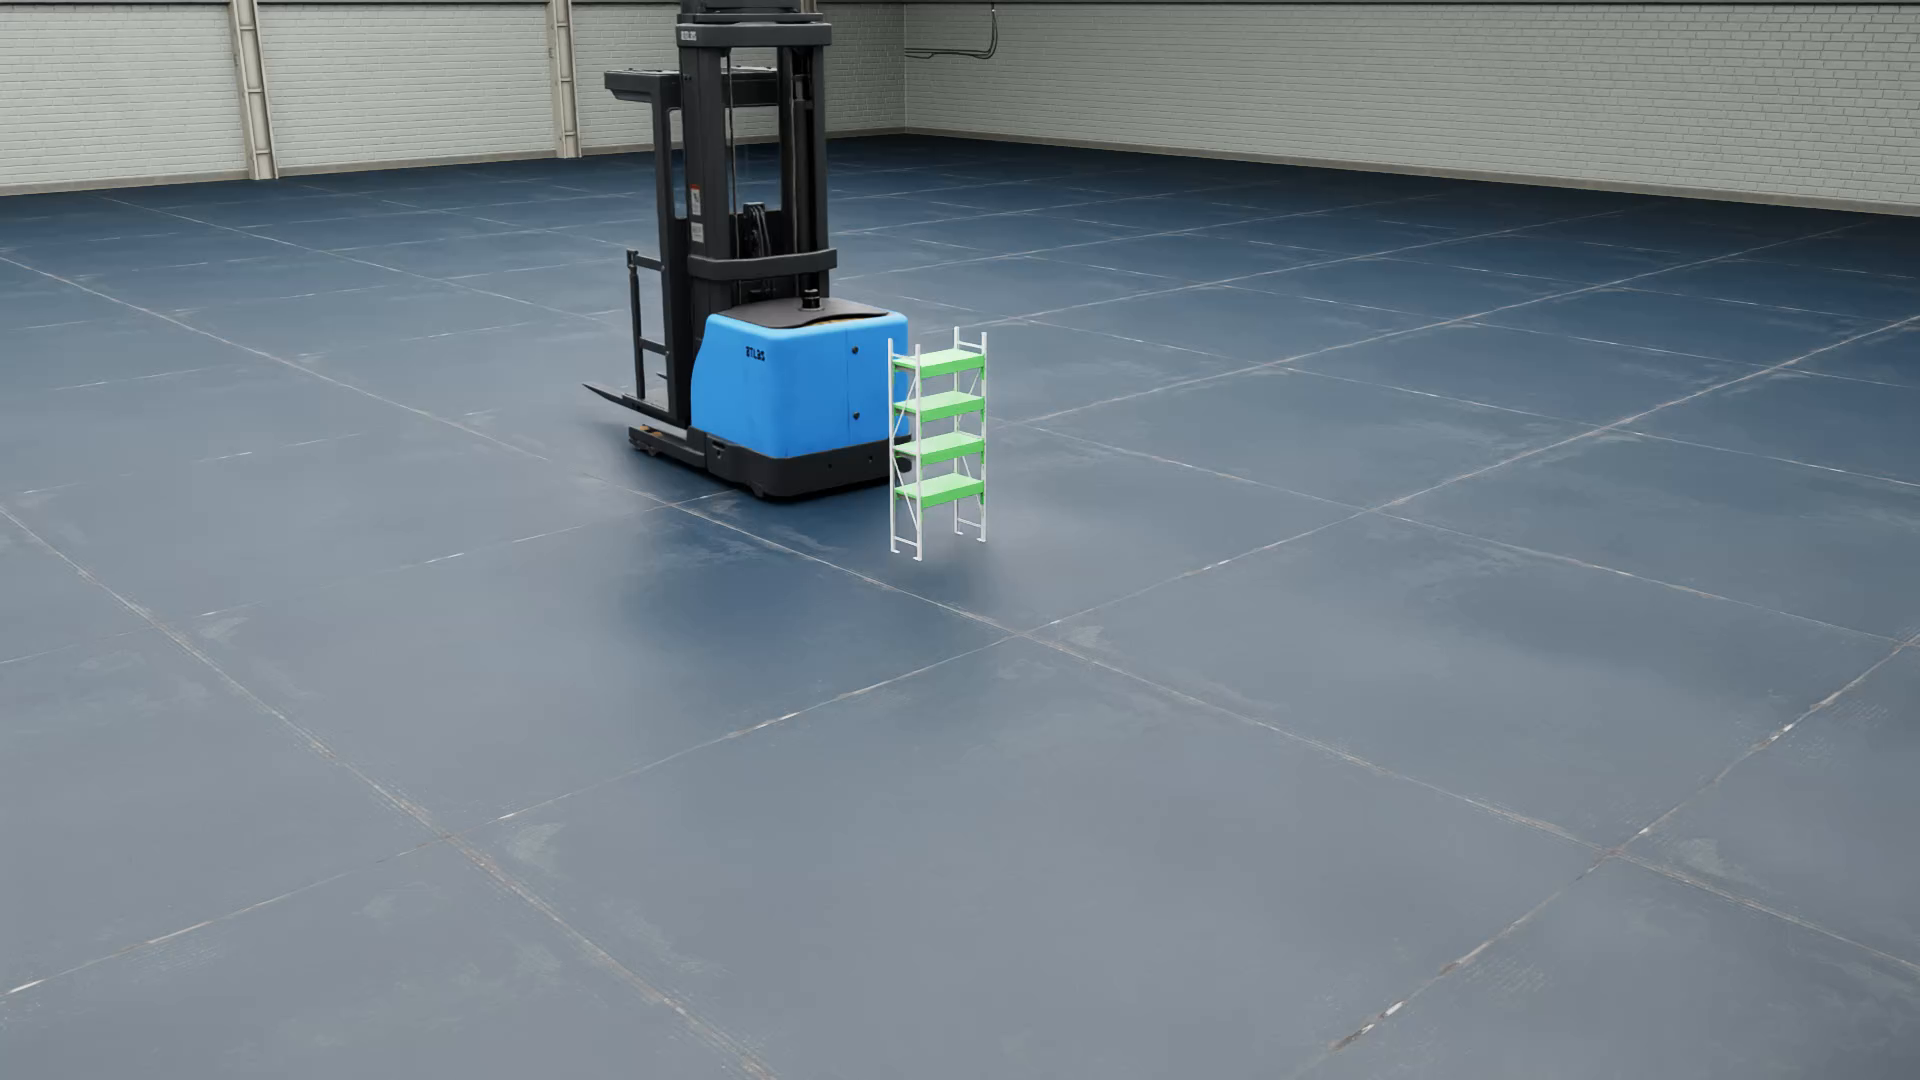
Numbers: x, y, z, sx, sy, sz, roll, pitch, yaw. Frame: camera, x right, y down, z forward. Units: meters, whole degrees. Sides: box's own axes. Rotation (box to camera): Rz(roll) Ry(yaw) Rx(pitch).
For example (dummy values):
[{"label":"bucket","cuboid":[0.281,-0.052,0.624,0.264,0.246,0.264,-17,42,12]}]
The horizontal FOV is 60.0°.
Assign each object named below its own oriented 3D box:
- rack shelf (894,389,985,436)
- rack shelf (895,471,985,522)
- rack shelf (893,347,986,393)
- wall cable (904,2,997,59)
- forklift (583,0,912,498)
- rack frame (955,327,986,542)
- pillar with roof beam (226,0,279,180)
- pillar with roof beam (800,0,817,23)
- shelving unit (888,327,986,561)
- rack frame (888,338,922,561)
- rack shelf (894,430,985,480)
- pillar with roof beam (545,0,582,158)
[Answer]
[{"label":"rack shelf","cuboid":[-0.120,-0.703,9.137,0.480,0.148,0.258,-16,24,-41]},{"label":"rack shelf","cuboid":[-0.120,-0.247,9.285,0.480,0.148,0.258,-16,24,-41]},{"label":"rack shelf","cuboid":[-0.120,-0.931,9.063,0.480,0.148,0.258,-16,24,-41]},{"label":"wall cable","cuboid":[-0.287,-11.936,36.742,0.112,2.526,3.097,-16,24,-41]},{"label":"forklift","cuboid":[-1.609,-2.043,11.032,1.130,2.935,3.031,-14,22,-36]},{"label":"rack frame","cuboid":[0.057,-0.587,9.351,0.015,1.200,0.240,-16,24,-41]},{"label":"pillar with roof beam","cuboid":[-9.098,-9.578,24.434,0.400,9.000,9.100,-16,24,-41]},{"label":"pillar with roof beam","cuboid":[-0.378,-12.120,32.277,0.400,9.000,9.100,-16,24,-41]},{"label":"shelving unit","cuboid":[-0.120,-0.536,9.191,0.503,1.200,0.258,-16,24,-41]},{"label":"rack frame","cuboid":[-0.298,-0.484,9.032,0.015,1.200,0.240,-16,24,-41]},{"label":"rack shelf","cuboid":[-0.120,-0.475,9.211,0.480,0.148,0.258,-16,24,-41]},{"label":"pillar with roof beam","cuboid":[-4.738,-10.849,28.355,0.400,9.000,9.100,-16,24,-41]}]
